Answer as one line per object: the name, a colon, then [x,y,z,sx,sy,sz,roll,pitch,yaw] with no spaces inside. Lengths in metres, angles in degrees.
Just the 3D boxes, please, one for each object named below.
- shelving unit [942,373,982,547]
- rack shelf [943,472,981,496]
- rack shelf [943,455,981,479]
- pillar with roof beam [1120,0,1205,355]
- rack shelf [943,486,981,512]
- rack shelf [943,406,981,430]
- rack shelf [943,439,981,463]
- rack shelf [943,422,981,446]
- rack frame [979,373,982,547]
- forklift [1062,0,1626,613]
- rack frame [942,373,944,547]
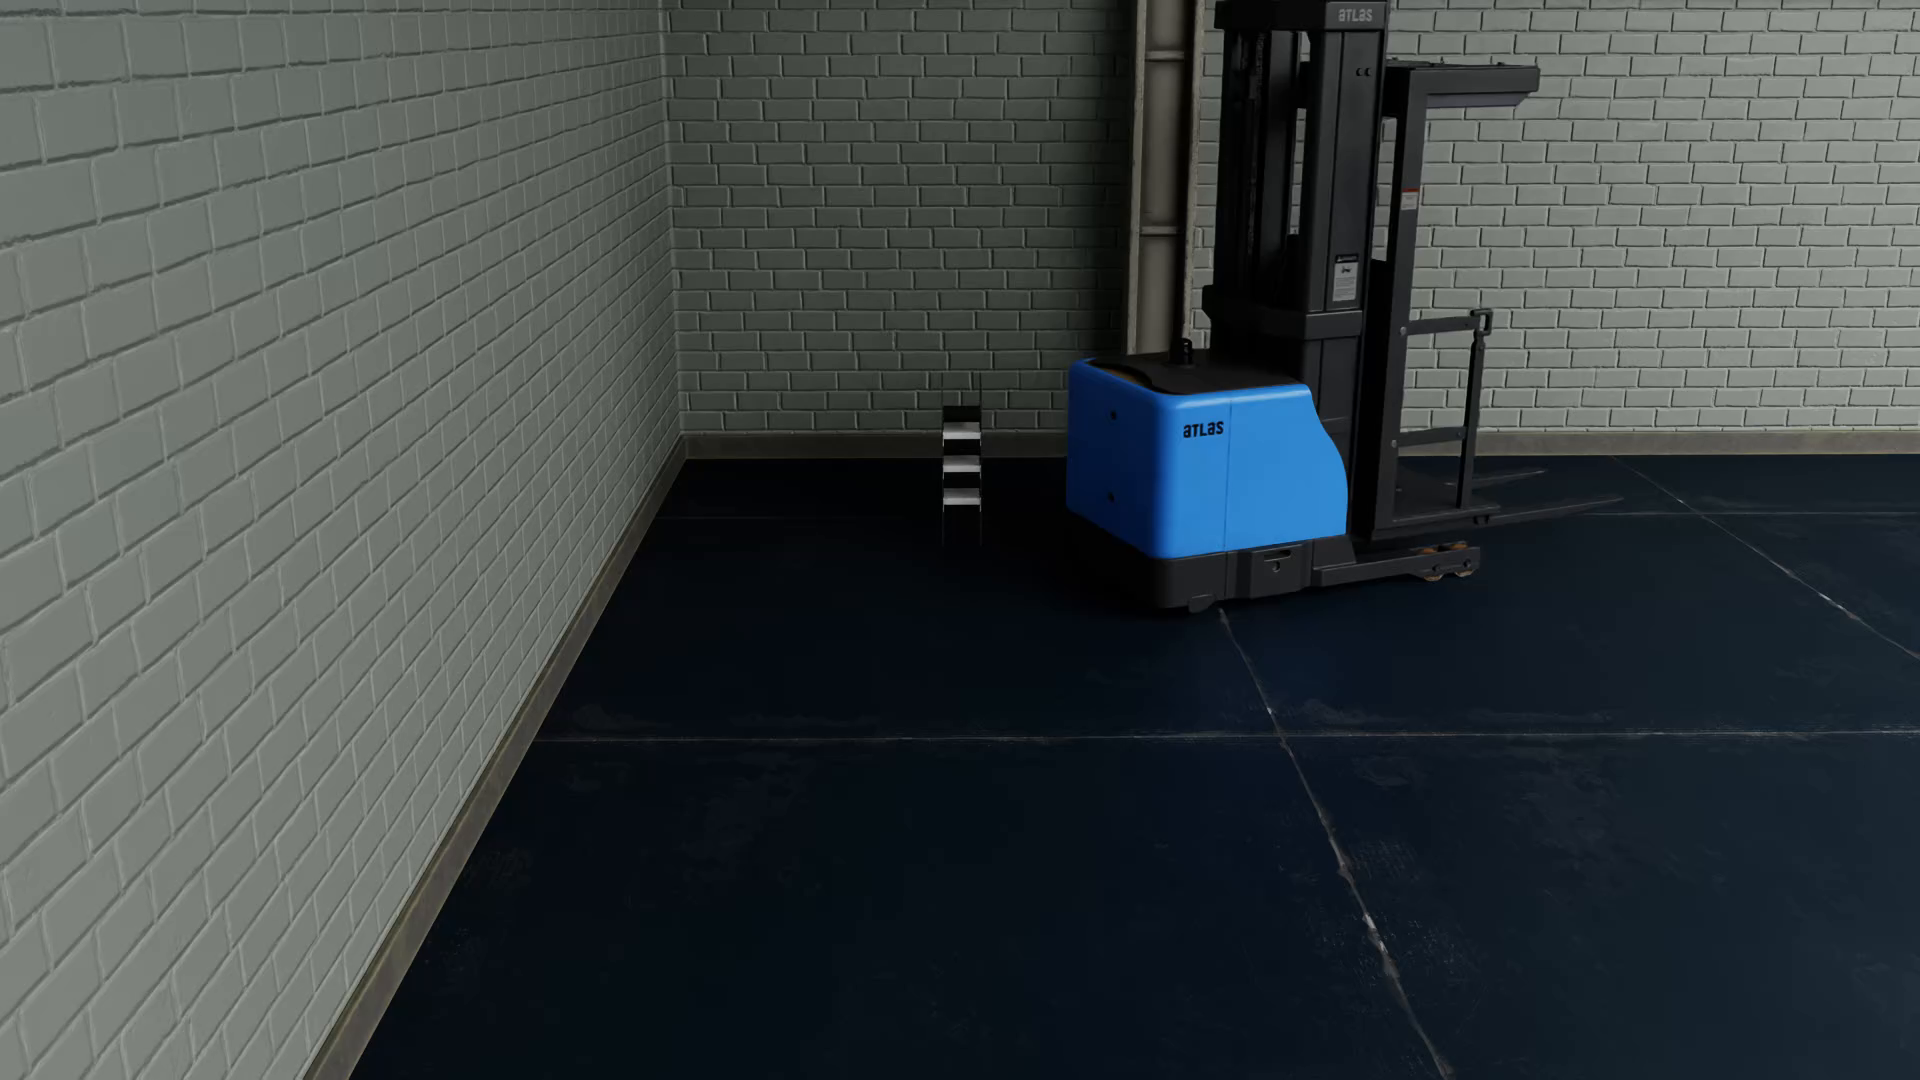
shelving unit: [0.008,-0.429,8.910,0.210,0.900,0.258,0,18,-1]
rack shelf: [0.008,-0.311,8.948,0.200,0.077,0.258,0,18,-1]
rack shelf: [0.008,-0.397,8.920,0.200,0.077,0.258,0,18,-1]
pillar with roof beam: [1.283,-3.468,5.127,0.400,9.000,9.100,0,18,-1]
rack shelf: [0.008,-0.225,8.975,0.200,0.077,0.258,0,18,-1]
rack shelf: [0.008,-0.654,8.838,0.200,0.077,0.258,0,18,-1]
rack shelf: [0.008,-0.482,8.893,0.200,0.077,0.258,0,18,-1]
rack shelf: [0.008,-0.568,8.865,0.200,0.077,0.258,0,18,-1]
rack frame: [0.110,-0.429,8.912,0.006,0.900,0.240,0,18,-1]
forklift: [2.098,-1.325,8.379,3.031,2.935,1.130,-7,19,-22]
rack frame: [-0.094,-0.428,8.909,0.006,0.900,0.240,0,18,-1]
